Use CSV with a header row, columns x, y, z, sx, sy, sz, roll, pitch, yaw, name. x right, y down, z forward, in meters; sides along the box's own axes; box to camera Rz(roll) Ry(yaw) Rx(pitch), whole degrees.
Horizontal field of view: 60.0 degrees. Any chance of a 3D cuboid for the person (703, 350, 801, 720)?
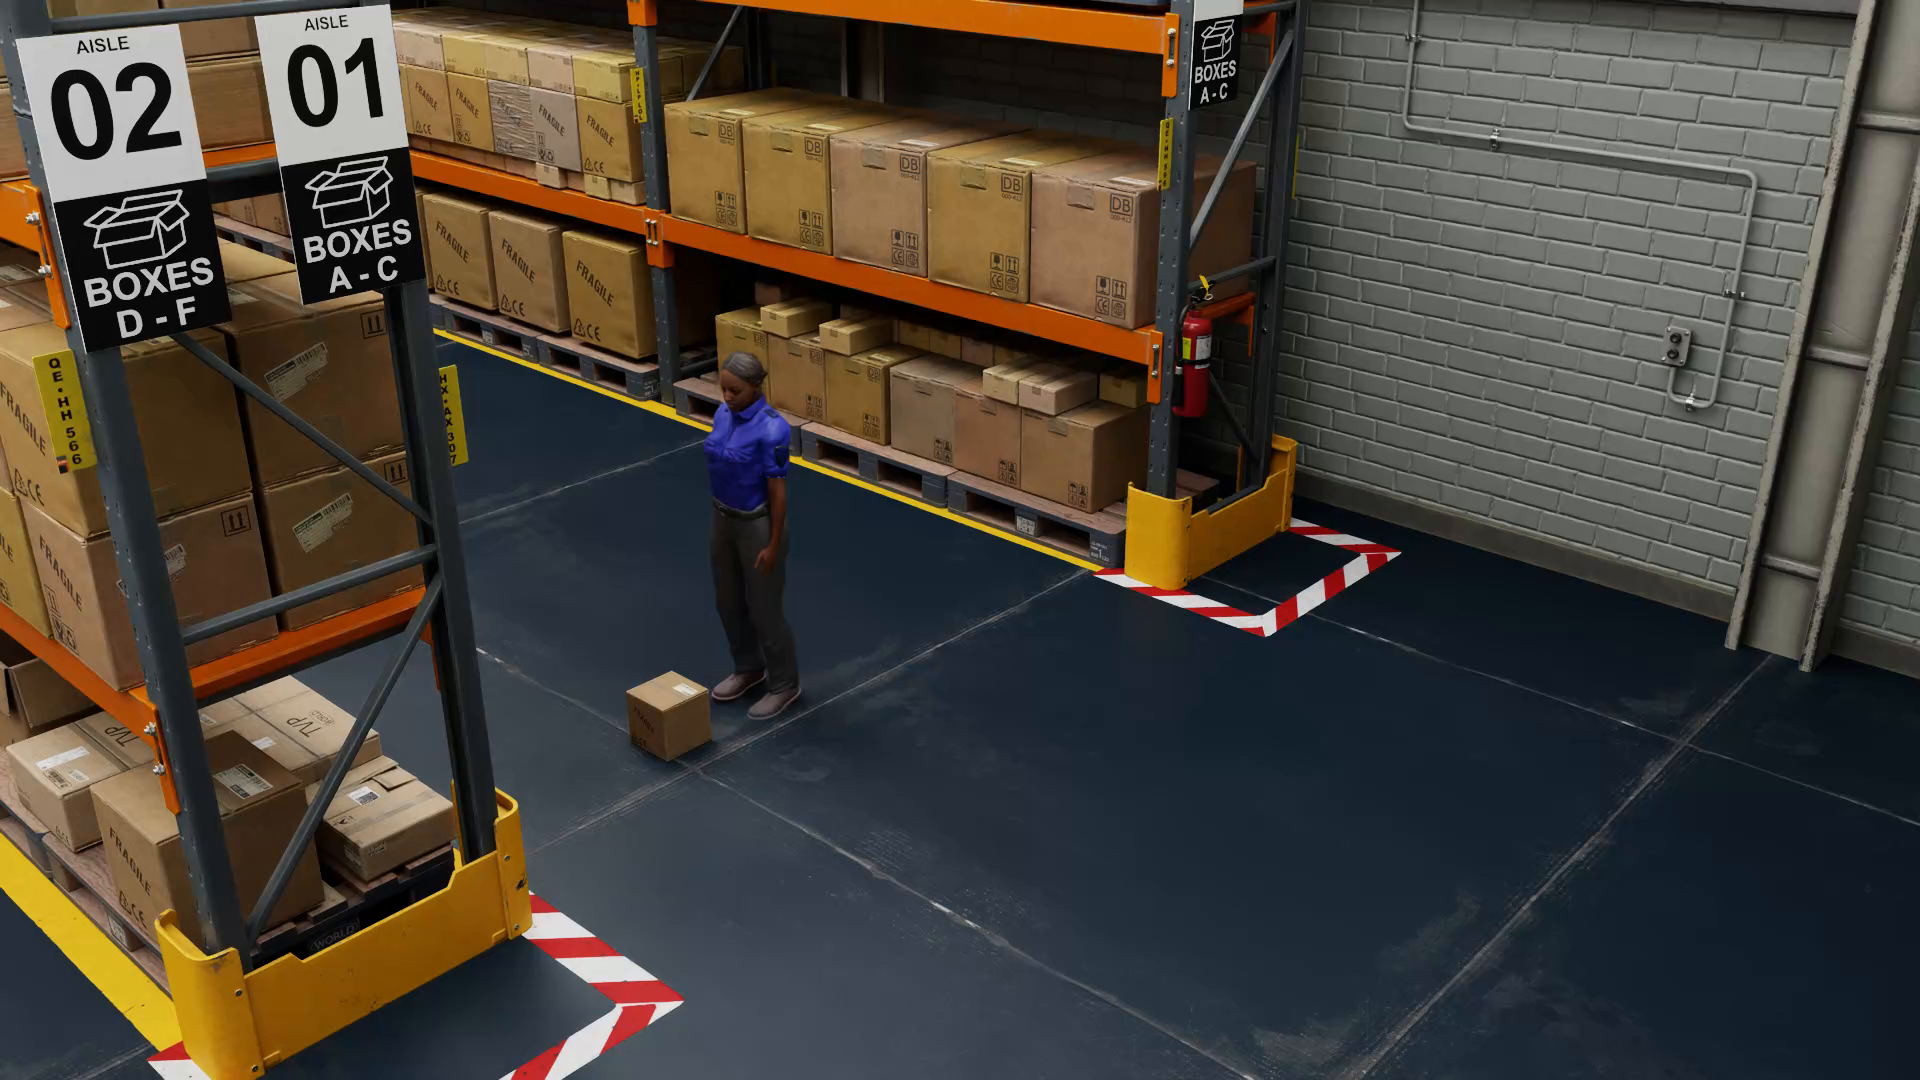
x,y,z,sx,sy,sz,roll,pitch,yaw,name
-0.905,-0.023,7.183,0.438,1.664,0.301,21,31,39,person
